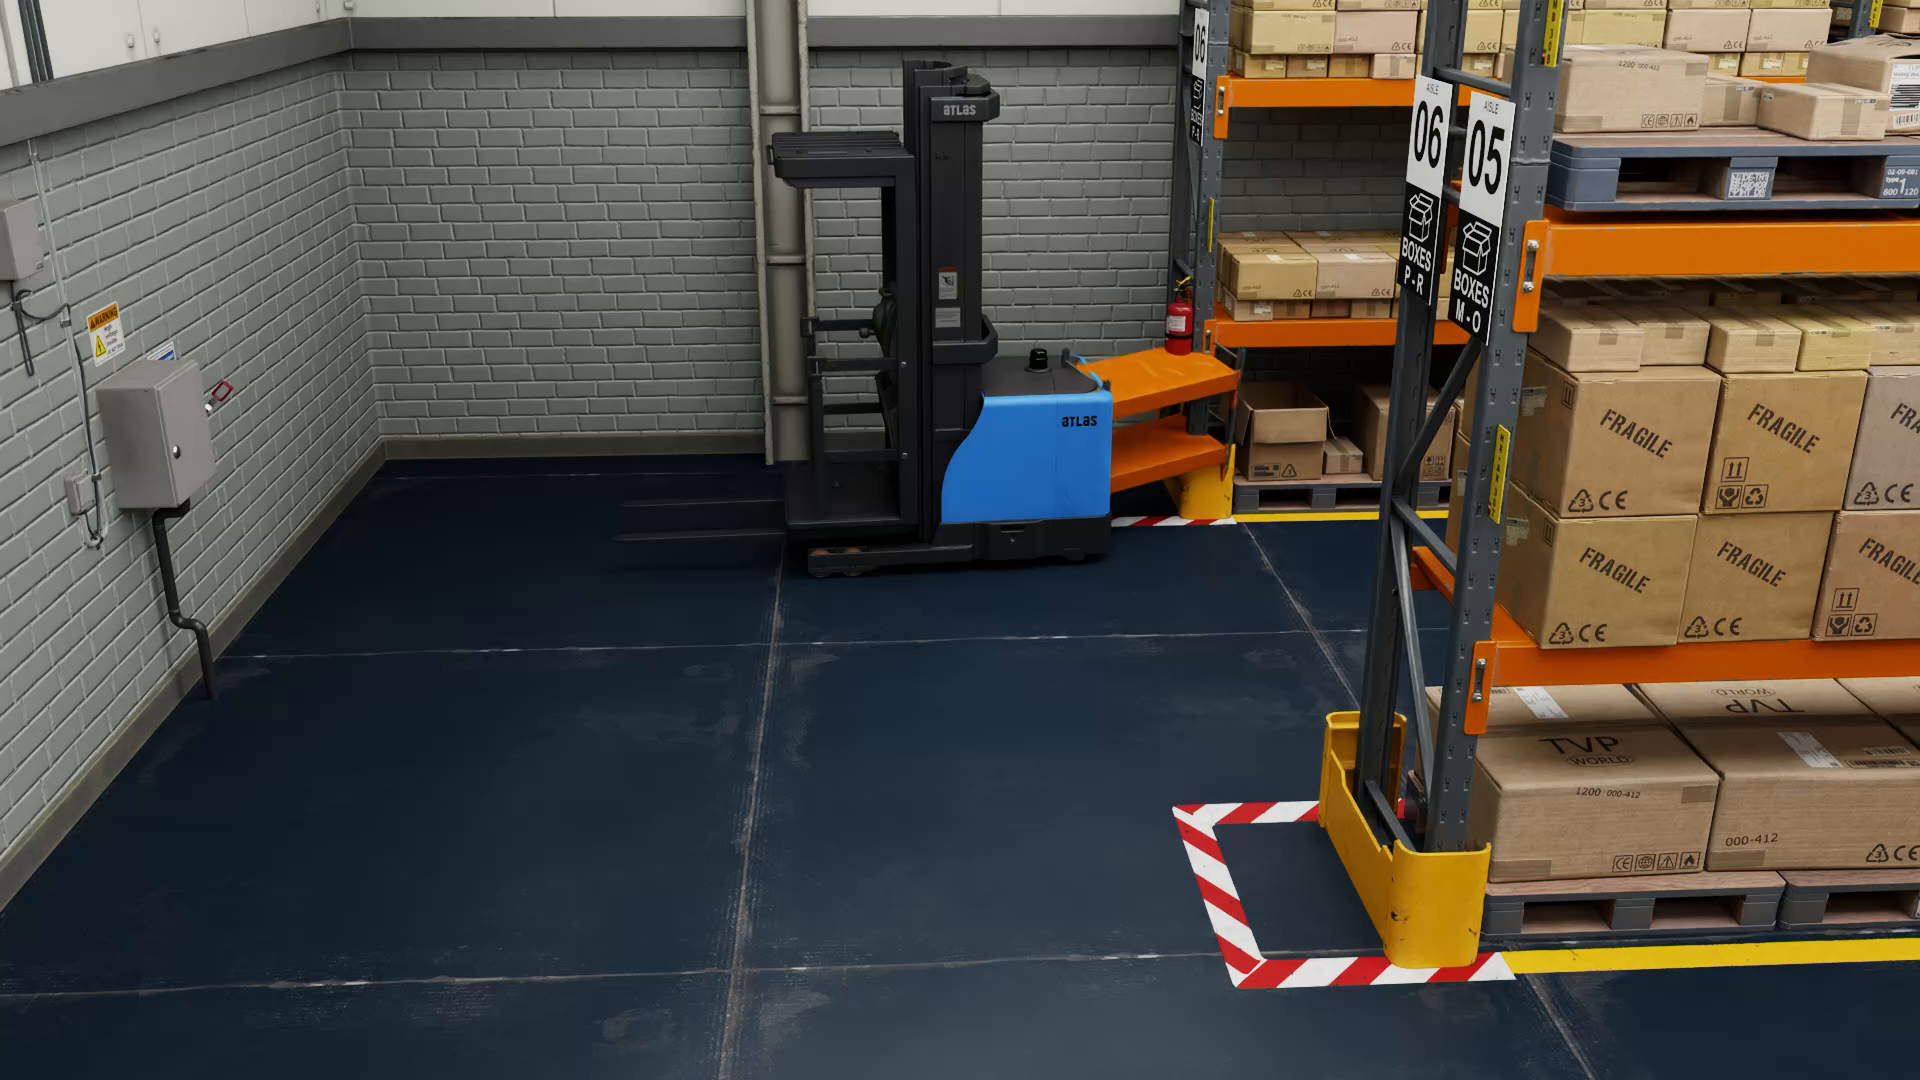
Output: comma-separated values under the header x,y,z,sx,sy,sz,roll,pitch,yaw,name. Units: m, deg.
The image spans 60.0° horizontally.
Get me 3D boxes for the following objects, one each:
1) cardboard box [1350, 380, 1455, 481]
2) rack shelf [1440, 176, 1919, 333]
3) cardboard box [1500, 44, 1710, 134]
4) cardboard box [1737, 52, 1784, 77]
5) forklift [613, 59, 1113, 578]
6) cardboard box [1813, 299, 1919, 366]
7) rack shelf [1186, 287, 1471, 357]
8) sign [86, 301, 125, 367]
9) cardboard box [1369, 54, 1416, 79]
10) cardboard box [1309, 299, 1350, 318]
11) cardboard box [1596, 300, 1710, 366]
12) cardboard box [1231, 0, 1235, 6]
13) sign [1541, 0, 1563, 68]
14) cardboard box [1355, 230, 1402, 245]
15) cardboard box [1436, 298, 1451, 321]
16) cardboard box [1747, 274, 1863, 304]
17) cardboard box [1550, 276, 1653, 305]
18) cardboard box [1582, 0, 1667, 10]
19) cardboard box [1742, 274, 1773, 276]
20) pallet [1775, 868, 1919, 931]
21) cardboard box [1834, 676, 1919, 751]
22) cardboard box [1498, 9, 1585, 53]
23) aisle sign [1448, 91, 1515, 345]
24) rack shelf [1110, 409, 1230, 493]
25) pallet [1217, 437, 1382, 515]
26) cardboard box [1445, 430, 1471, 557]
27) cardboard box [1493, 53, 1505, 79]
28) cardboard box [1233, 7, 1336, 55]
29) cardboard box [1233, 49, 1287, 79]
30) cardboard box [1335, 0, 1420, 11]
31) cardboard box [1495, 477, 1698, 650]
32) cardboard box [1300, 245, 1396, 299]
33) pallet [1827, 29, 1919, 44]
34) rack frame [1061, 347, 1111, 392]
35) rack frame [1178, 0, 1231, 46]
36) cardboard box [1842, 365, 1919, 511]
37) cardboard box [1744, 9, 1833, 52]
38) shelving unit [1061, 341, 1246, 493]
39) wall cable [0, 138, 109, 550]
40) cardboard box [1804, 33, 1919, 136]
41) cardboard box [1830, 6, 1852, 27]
x,y,z,sx,sy,sz,roll,pitch,yaw,name
2.994,-0.753,11.305,0.500,0.500,0.700,0,21,-1,cardboard box
3.806,-1.085,6.051,4.000,0.370,1.077,-1,21,-3,rack shelf
2.253,-1.595,5.859,0.500,0.250,0.500,-3,21,-8,cardboard box
4.929,-2.992,10.401,0.250,0.149,0.380,-1,21,-3,cardboard box
-0.624,-1.343,10.029,3.031,2.935,1.130,-2,21,-7,forklift
3.224,-0.736,5.881,0.250,0.149,0.380,-1,21,-3,cardboard box
3.519,-1.447,11.216,4.000,0.370,1.077,-1,21,-3,rack shelf
-3.997,-0.968,7.786,0.001,0.242,0.339,-1,21,-3,sign
2.626,-2.933,10.246,0.250,0.149,0.380,-1,21,-2,cardboard box
2.378,-1.573,10.891,0.250,0.149,0.380,-1,21,-4,cardboard box
2.437,-0.736,5.880,0.250,0.149,0.380,-1,21,-2,cardboard box
1.950,-3.555,10.617,0.500,0.250,0.500,-2,21,-5,cardboard box
1.835,-1.629,5.129,0.005,0.325,0.100,-1,21,-3,sign
2.976,-1.933,11.276,0.500,0.250,0.500,-1,21,-1,cardboard box
3.155,-1.543,10.810,0.250,0.149,0.380,-2,21,-5,cardboard box
3.180,-0.894,6.297,0.250,0.149,0.380,-1,21,-4,cardboard box
2.408,-0.888,6.281,0.250,0.149,0.380,-1,21,-2,cardboard box
4.013,-3.411,10.240,0.500,0.250,0.500,-1,21,-2,cardboard box
5.021,-1.796,10.914,0.500,0.250,0.500,-1,21,-2,cardboard box
3.818,1.256,7.025,1.213,0.211,1.003,-1,21,-3,pallet
4.276,0.934,6.963,0.875,0.438,0.875,-2,21,-5,cardboard box
3.514,-3.167,10.301,0.500,0.250,0.500,-1,21,-4,cardboard box
1.754,-1.090,5.614,0.004,0.787,0.394,-1,21,-3,aisle sign
1.173,-0.511,10.769,1.000,0.278,0.538,-15,37,-26,rack shelf
2.394,-0.457,11.525,1.213,0.211,1.003,-1,21,-3,pallet
2.276,-0.130,6.605,0.500,0.500,0.500,-1,21,-3,cardboard box
3.390,-2.947,10.284,0.250,0.149,0.380,-1,21,-3,cardboard box
1.981,-3.125,10.190,0.500,0.250,0.500,-1,21,-4,cardboard box
1.854,-2.951,10.293,0.250,0.149,0.380,-1,21,-2,cardboard box
2.488,-3.370,10.132,0.500,0.250,0.500,-1,21,-3,cardboard box
2.305,0.066,6.090,0.500,0.500,0.500,-1,21,-3,cardboard box
2.494,-1.735,10.755,0.500,0.250,0.500,-1,21,-2,cardboard box
6.171,-3.126,10.664,1.003,0.211,1.213,-1,21,-3,pallet
0.742,-0.595,10.414,0.032,1.125,0.500,-15,37,-26,rack frame
1.522,-4.546,9.914,0.127,3.000,1.000,-1,21,-3,rack frame
3.334,-0.428,5.983,0.500,0.500,0.500,-1,21,-3,cardboard box
5.048,-3.196,10.376,0.500,0.250,0.500,-1,21,-3,cardboard box
1.184,-0.716,10.635,1.048,1.125,0.538,-15,37,-26,shelving unit
-3.912,-0.835,7.170,0.122,1.984,0.588,-1,21,-3,wall cable
3.306,-1.595,5.773,0.500,0.311,0.500,-1,21,-2,cardboard box
5.814,-3.382,10.694,0.250,0.149,0.380,-1,21,-3,cardboard box
